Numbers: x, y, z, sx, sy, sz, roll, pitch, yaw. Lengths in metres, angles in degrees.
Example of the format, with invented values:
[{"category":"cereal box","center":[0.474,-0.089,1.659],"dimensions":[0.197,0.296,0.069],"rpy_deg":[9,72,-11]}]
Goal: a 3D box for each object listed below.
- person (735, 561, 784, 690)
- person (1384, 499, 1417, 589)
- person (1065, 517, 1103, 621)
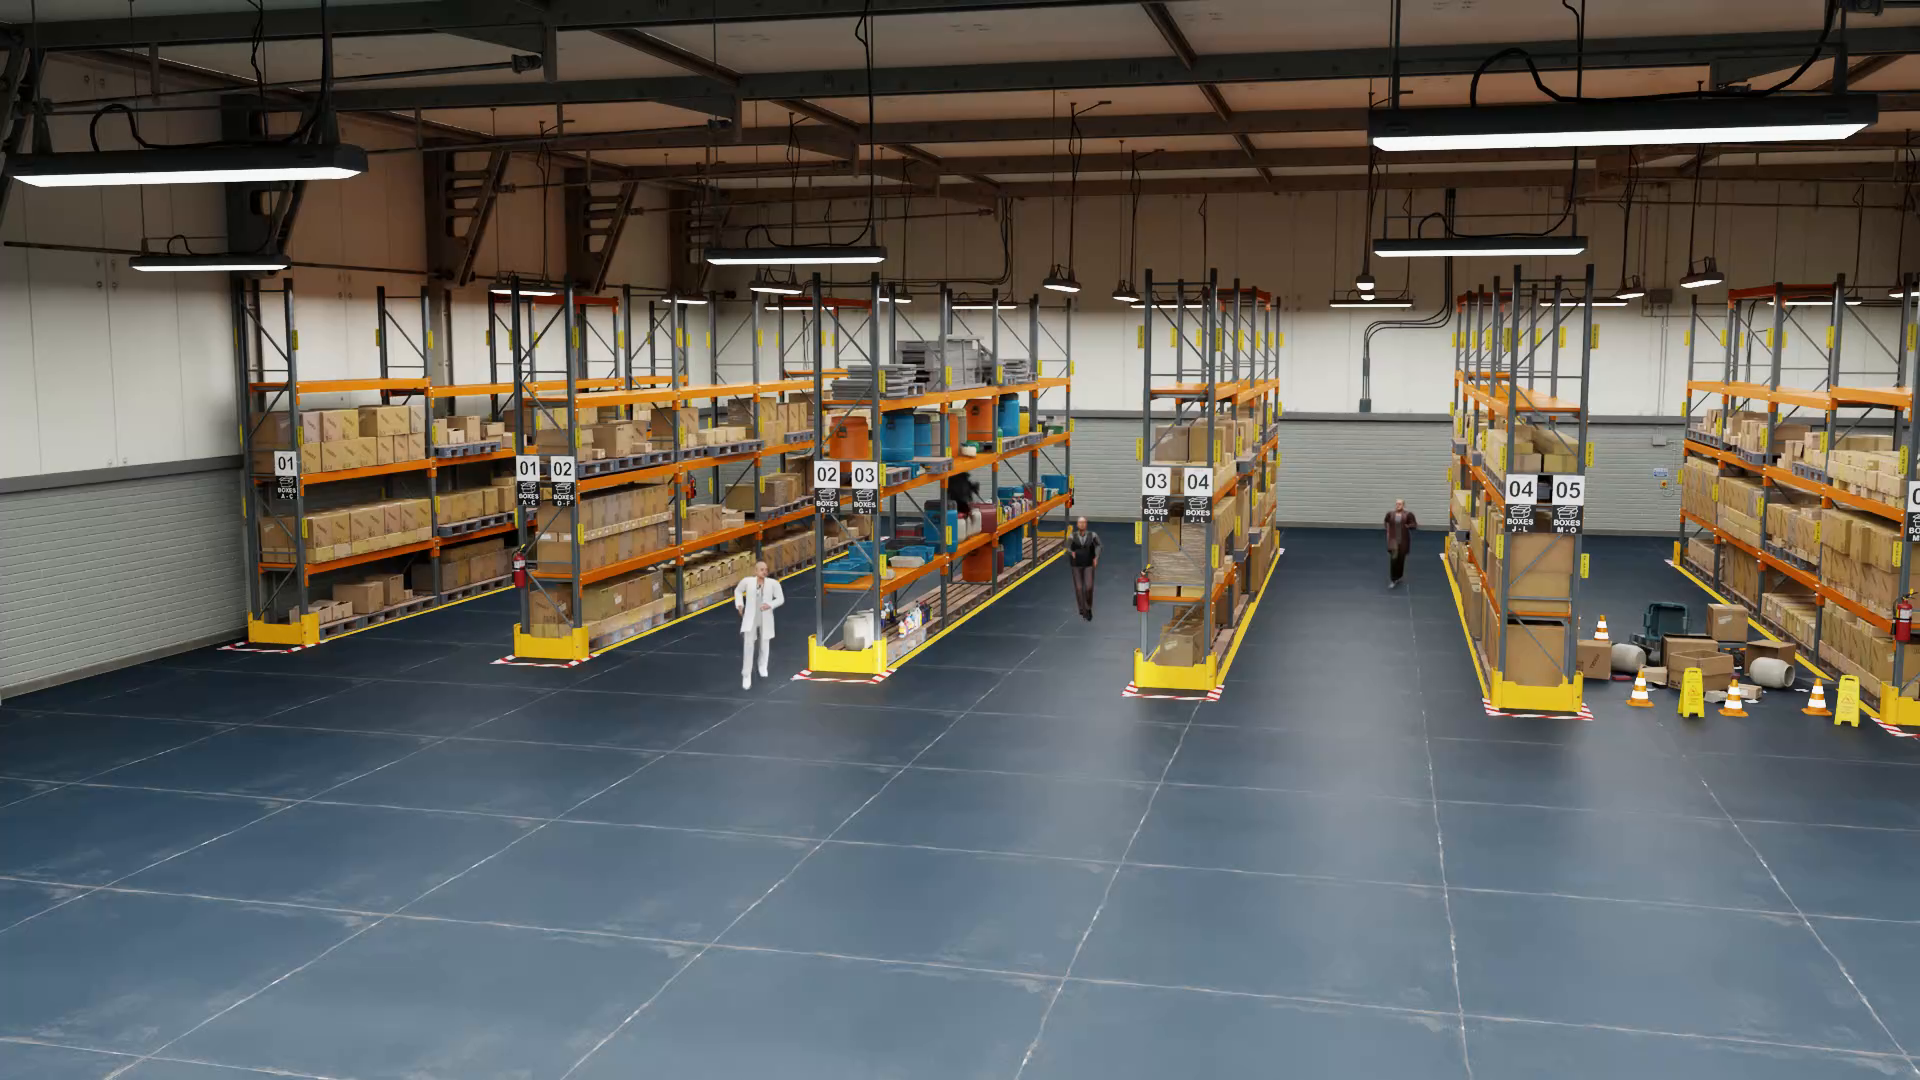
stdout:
[{"category":"person","center":[-2.923,1.212,24.339],"dimensions":[0.706,1.807,1.000],"rpy_deg":[-1,7,-11]},{"category":"person","center":[8.964,0.081,33.880],"dimensions":[0.665,1.857,0.847],"rpy_deg":[2,7,17]},{"category":"person","center":[2.096,0.502,28.306],"dimensions":[0.633,1.781,0.691],"rpy_deg":[1,7,8]}]
